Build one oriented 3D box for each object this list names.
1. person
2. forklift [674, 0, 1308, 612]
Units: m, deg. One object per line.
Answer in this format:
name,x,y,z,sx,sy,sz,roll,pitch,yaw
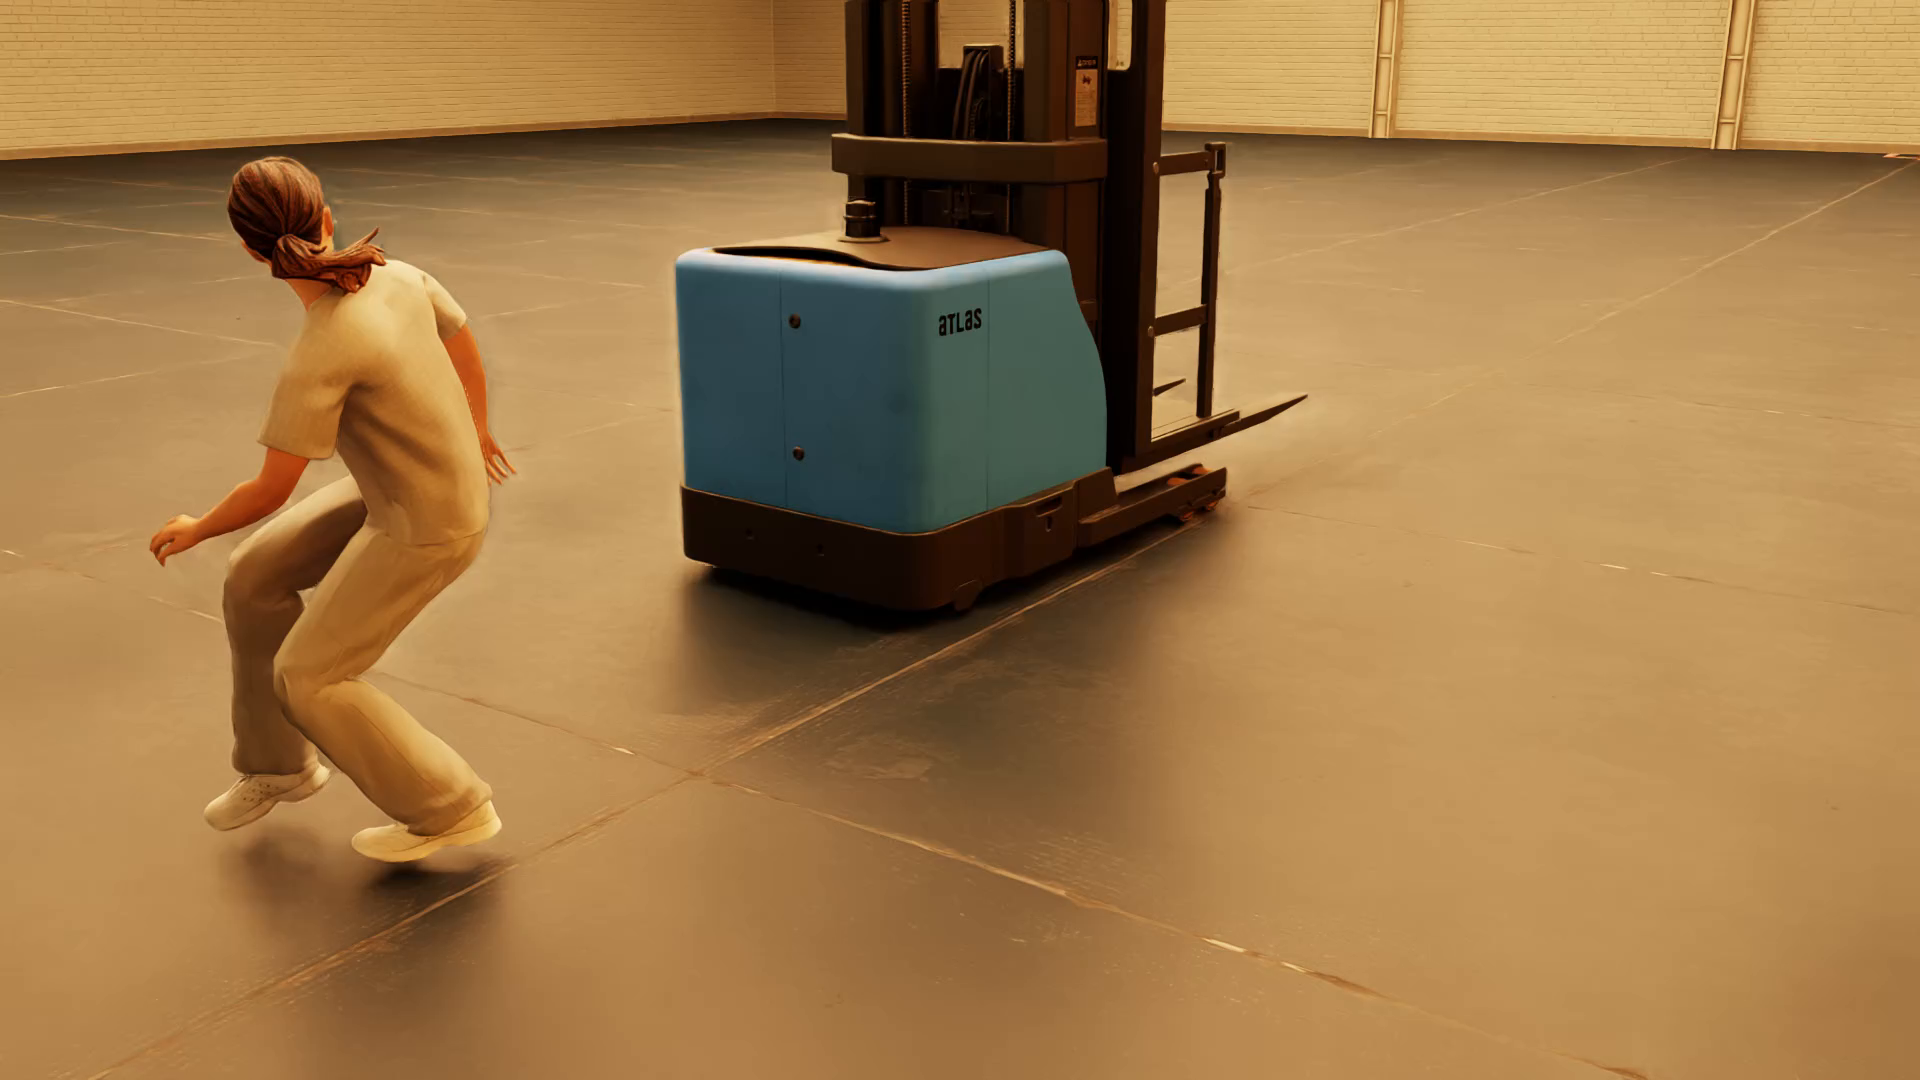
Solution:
person,-1.332,-0.071,3.536,0.704,1.469,0.665,-3,17,-9
forklift,0.361,-1.546,6.002,1.130,2.935,3.031,12,20,35
